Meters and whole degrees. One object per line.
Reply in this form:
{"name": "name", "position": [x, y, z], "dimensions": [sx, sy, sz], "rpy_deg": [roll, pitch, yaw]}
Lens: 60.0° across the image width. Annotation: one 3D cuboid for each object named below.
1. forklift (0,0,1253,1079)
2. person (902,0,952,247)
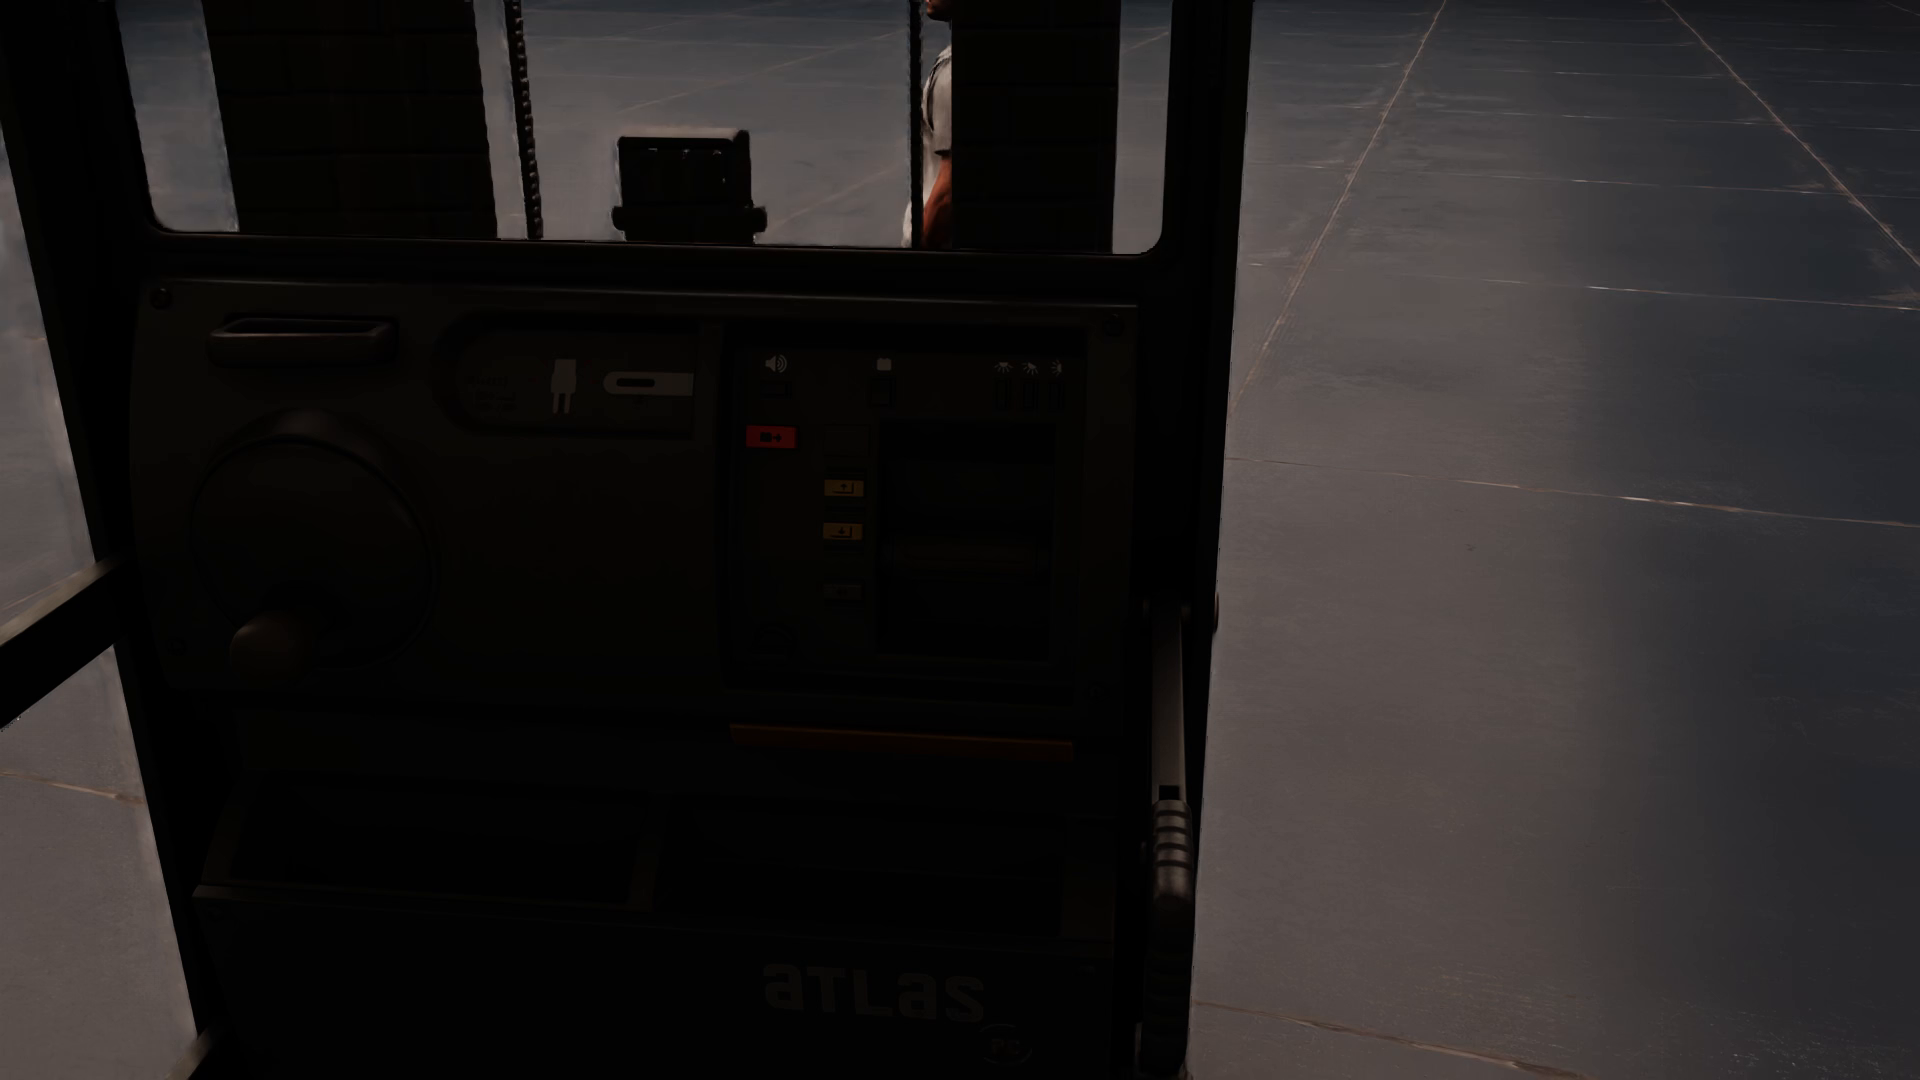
{"name": "forklift", "position": [-0.328, -0.018, 1.324], "dimensions": [1.130, 2.935, 3.031], "rpy_deg": [2, 23, 6]}
{"name": "person", "position": [-0.074, -0.846, 4.808], "dimensions": [0.562, 1.789, 0.638], "rpy_deg": [7, 23, 16]}
